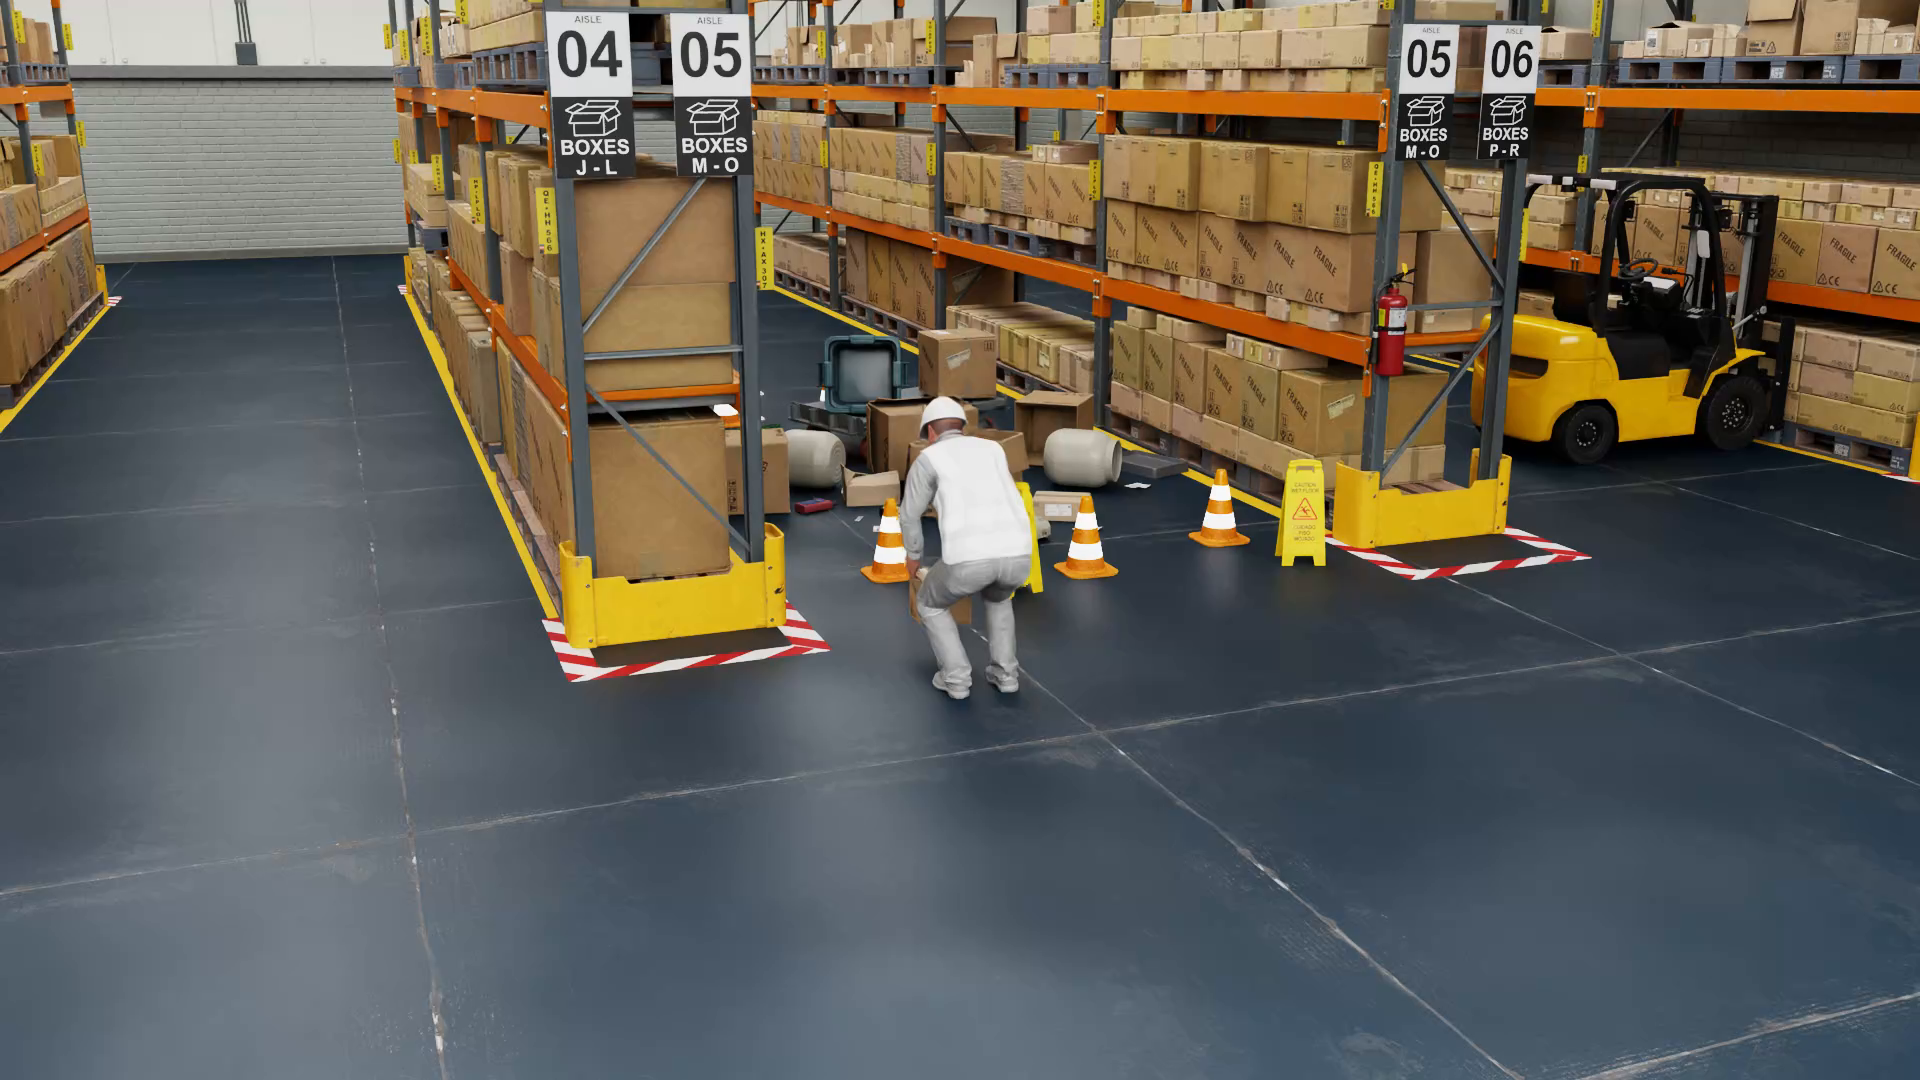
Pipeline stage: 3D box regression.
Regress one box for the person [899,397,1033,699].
[{"bbox_3d":[0.016,0.041,8.052,0.591,1.392,0.784,-6,17,-20],"label":"person"}]
